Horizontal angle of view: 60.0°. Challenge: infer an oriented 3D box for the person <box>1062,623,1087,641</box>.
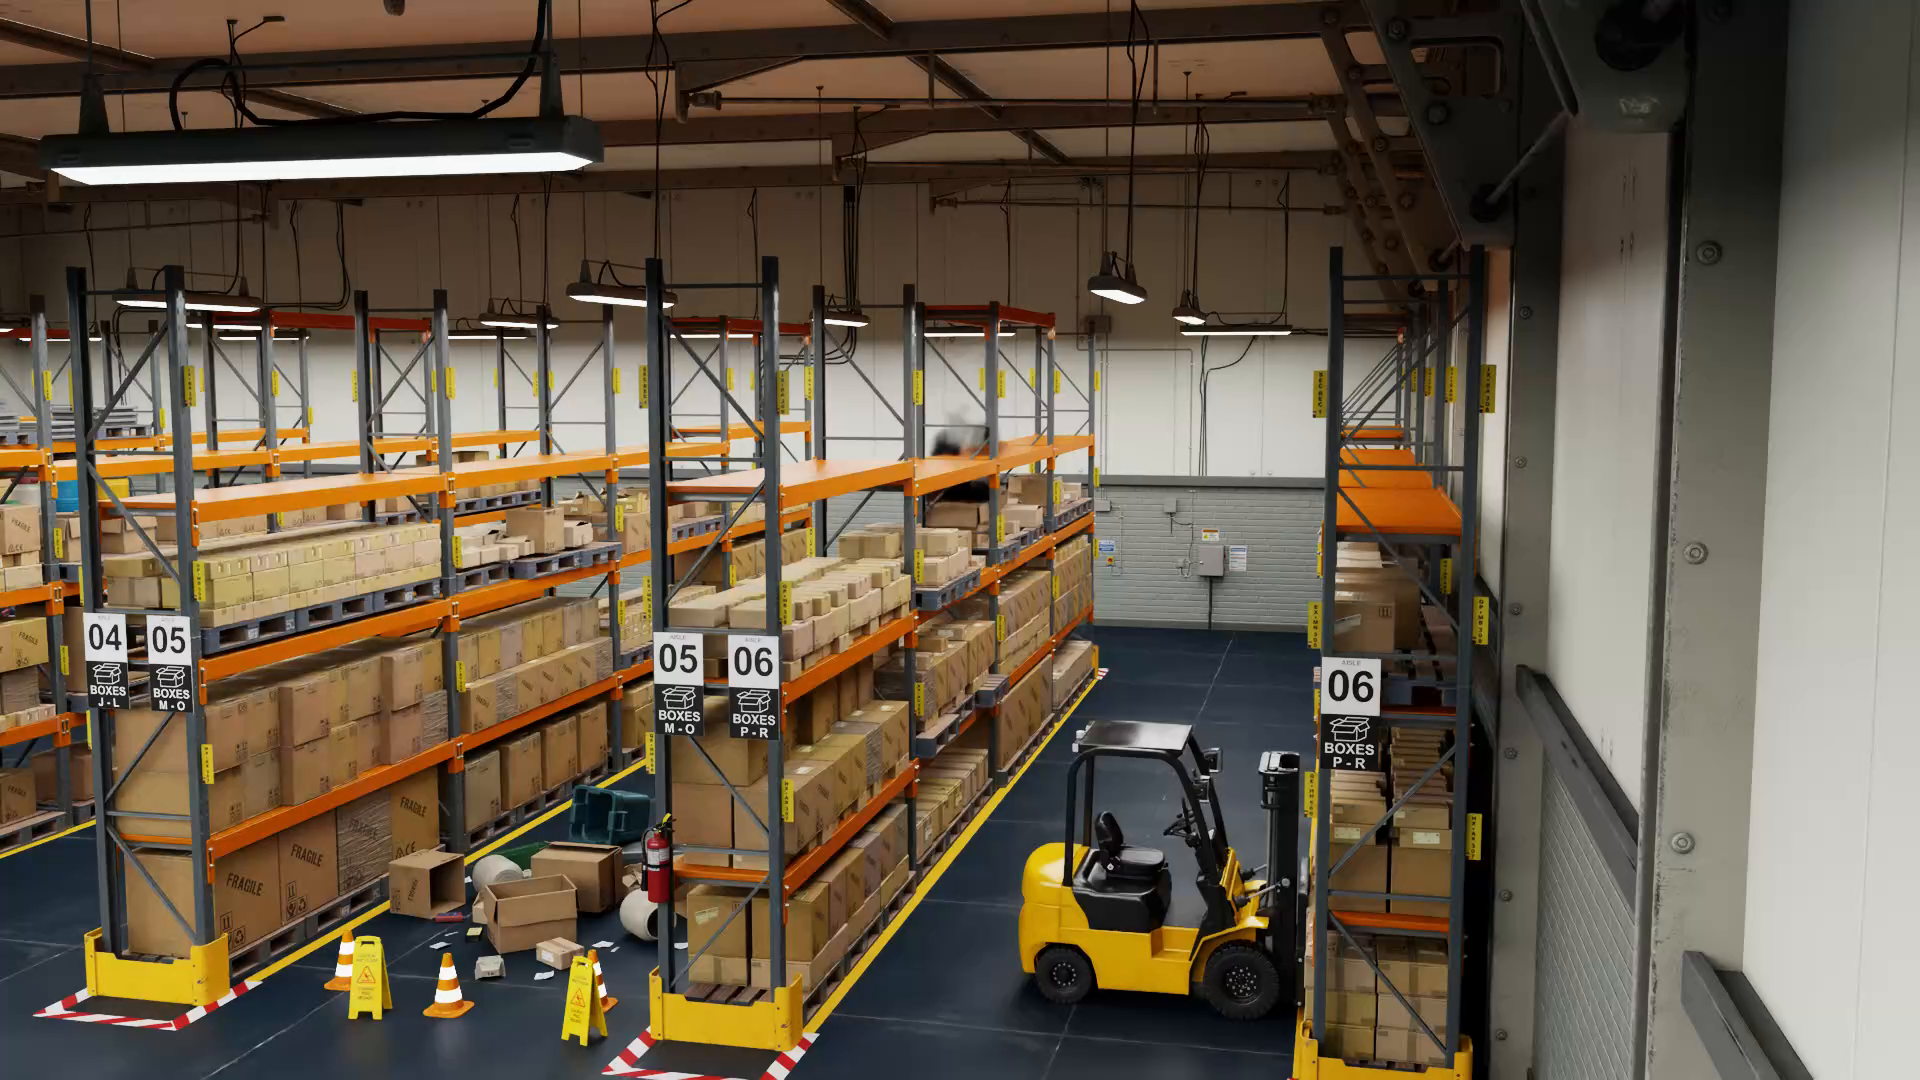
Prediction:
[{"bbox_3d":[1.980,1.389,29.596,0.523,1.578,0.614,3,7,31],"label":"person"}]
